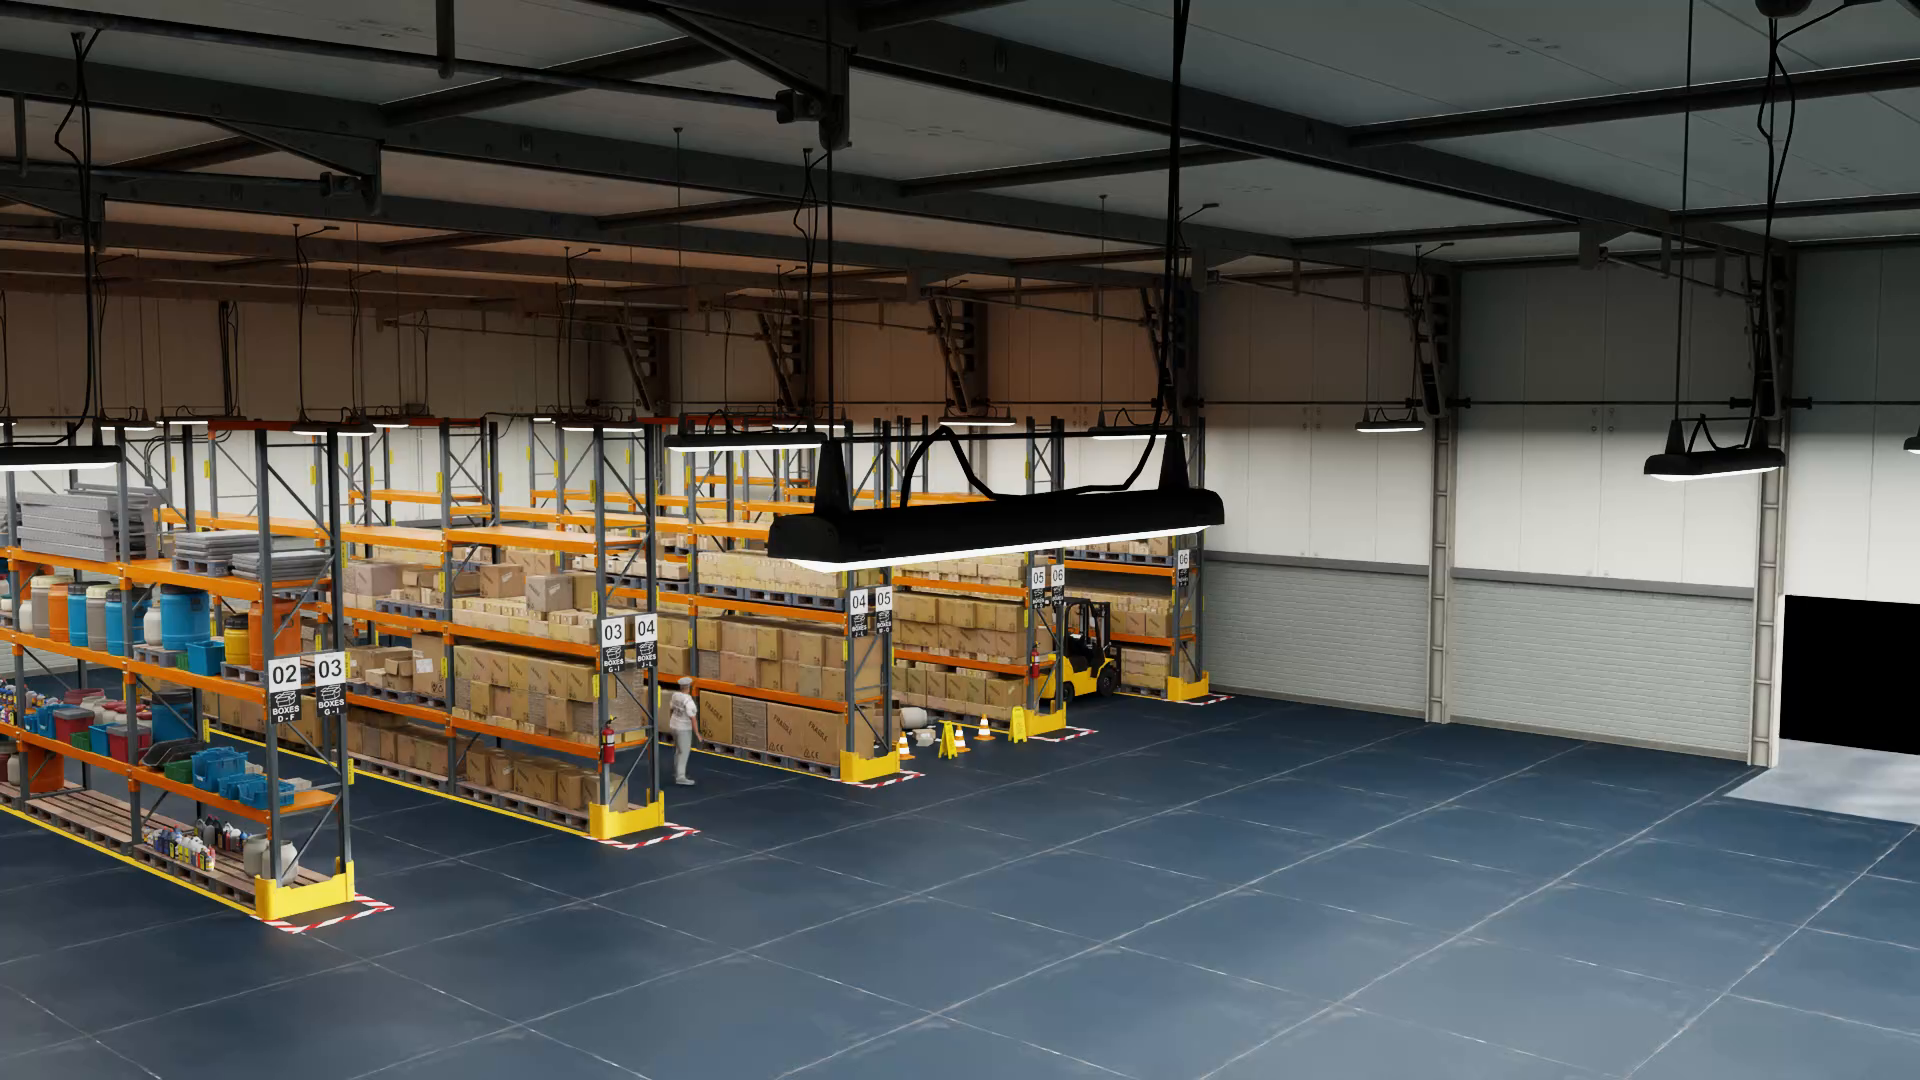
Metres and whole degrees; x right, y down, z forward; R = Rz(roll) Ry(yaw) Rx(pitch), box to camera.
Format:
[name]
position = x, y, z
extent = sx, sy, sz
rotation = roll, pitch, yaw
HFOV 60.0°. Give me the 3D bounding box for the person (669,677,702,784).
[person]
position = -4.610, 3.175, 27.673
extent = 0.506, 1.813, 0.680
rotation = -4, 6, -38
